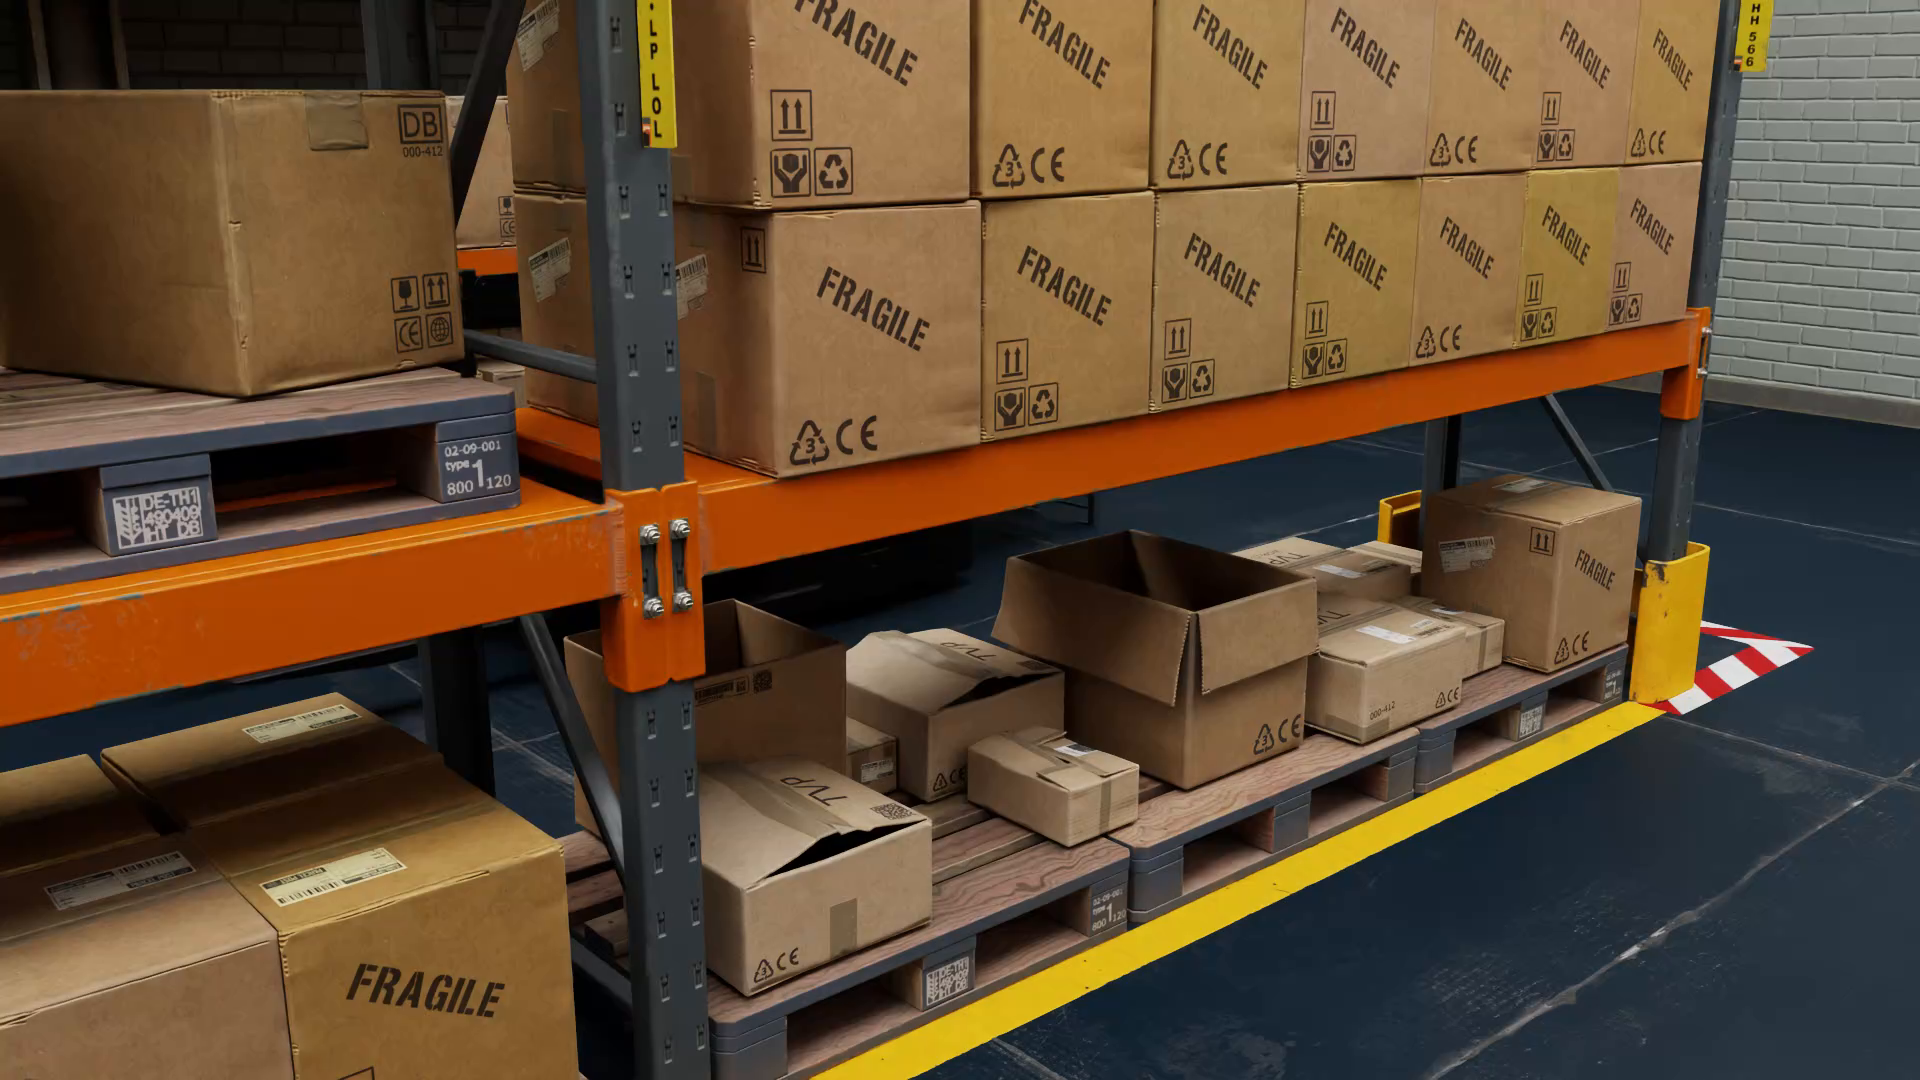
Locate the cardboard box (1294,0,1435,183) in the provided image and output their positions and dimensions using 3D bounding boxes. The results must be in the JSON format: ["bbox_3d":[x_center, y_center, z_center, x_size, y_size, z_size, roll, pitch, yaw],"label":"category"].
[{"bbox_3d":[0.837,-1.180,4.225,0.500,0.500,0.500,-12,19,-38],"label":"cardboard box"}]

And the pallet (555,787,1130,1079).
[{"bbox_3d":[-0.350,0.869,4.087,1.213,0.211,1.003,-13,19,-39],"label":"pallet"}]

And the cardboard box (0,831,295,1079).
[{"bbox_3d":[-1.431,0.855,2.729,0.500,0.500,0.500,-13,19,-39],"label":"cardboard box"}]

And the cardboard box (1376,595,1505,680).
[{"bbox_3d":[1.536,0.308,5.422,0.250,0.166,0.380,-13,19,-39],"label":"cardboard box"}]

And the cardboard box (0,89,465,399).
[{"bbox_3d":[-1.373,-0.576,3.087,0.700,0.500,0.500,8,17,28],"label":"cardboard box"}]

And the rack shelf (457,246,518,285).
[{"bbox_3d":[-2.615,-1.317,8.261,4.000,0.370,1.077,-13,19,-39],"label":"rack shelf"}]

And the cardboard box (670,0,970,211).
[{"bbox_3d":[-0.329,-0.918,3.244,0.500,0.500,0.500,-12,19,-38],"label":"cardboard box"}]

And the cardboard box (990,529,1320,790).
[{"bbox_3d":[0.545,0.312,4.753,0.637,0.503,0.797,-13,19,-39],"label":"cardboard box"}]

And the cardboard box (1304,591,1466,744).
[{"bbox_3d":[1.164,0.372,5.022,0.500,0.250,0.500,-13,19,-39],"label":"cardboard box"}]

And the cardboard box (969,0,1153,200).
[{"bbox_3d":[0.060,-1.006,3.571,0.500,0.500,0.500,-13,20,-41],"label":"cardboard box"}]

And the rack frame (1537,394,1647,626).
[{"bbox_3d":[2.147,-1.040,5.831,0.053,2.616,0.949,-13,19,-39],"label":"rack frame"}]

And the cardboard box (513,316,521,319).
[{"bbox_3d":[-2.176,-1.106,8.849,0.250,0.149,0.380,-12,19,-39],"label":"cardboard box"}]

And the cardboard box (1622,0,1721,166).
[{"bbox_3d":[1.994,-1.442,5.204,0.500,0.500,0.500,-13,20,-40],"label":"cardboard box"}]

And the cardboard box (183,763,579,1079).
[{"bbox_3d":[-1.053,0.773,3.036,0.500,0.500,0.500,-13,20,-40],"label":"cardboard box"}]

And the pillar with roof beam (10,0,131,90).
[{"bbox_3d":[-1.337,-3.673,4.063,0.400,9.000,9.100,-13,19,-39],"label":"pillar with roof beam"}]

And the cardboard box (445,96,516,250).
[{"bbox_3d":[-2.607,-1.807,8.121,0.700,0.700,0.980,-14,20,-42],"label":"cardboard box"}]

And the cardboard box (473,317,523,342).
[{"bbox_3d":[-2.367,-1.062,8.688,0.250,0.149,0.380,-12,19,-39],"label":"cardboard box"}]

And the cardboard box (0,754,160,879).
[{"bbox_3d":[-1.789,0.760,3.082,0.500,0.500,0.500,-12,19,-39],"label":"cardboard box"}]

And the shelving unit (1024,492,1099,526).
[{"bbox_3d":[0.112,-0.571,7.709,1.048,1.125,0.538,-13,20,-40],"label":"shelving unit"}]

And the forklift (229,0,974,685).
[{"bbox_3d":[-1.371,-1.077,6.103,3.031,2.935,1.130,-13,20,-40],"label":"forklift"}]

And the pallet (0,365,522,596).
[{"bbox_3d":[-1.543,-0.155,2.890,1.213,0.211,1.003,-13,19,-39],"label":"pallet"}]

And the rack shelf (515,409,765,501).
[{"bbox_3d":[0.640,-0.447,4.628,3.809,0.124,0.919,-13,19,-39],"label":"rack shelf"}]

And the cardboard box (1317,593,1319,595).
[{"bbox_3d":[0.798,0.283,5.355,0.500,0.250,0.500,-13,19,-39],"label":"cardboard box"}]

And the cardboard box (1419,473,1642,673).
[{"bbox_3d":[1.900,0.096,5.570,0.500,0.500,0.500,-13,19,-39],"label":"cardboard box"}]

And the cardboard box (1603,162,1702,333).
[{"bbox_3d":[1.990,-0.959,5.333,0.500,0.500,0.500,-12,19,-38],"label":"cardboard box"}]

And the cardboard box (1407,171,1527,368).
[{"bbox_3d":[1.221,-0.787,4.689,0.500,0.500,0.500,-12,19,-39],"label":"cardboard box"}]

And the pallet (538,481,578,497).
[{"bbox_3d":[-2.578,-0.300,8.463,1.213,0.211,1.003,-13,19,-39],"label":"pallet"}]

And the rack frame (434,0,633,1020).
[{"bbox_3d":[-0.871,-0.362,3.294,0.053,2.616,0.949,-13,19,-39],"label":"rack frame"}]

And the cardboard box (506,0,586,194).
[{"bbox_3d":[-0.657,-1.029,3.659,0.500,0.500,0.500,-13,19,-39],"label":"cardboard box"}]

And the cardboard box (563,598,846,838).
[{"bbox_3d":[-0.625,0.482,4.126,0.500,0.500,0.500,-13,19,-39],"label":"cardboard box"}]

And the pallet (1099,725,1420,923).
[{"bbox_3d":[0.571,0.662,4.864,1.213,0.211,1.003,-13,19,-39],"label":"pallet"}]

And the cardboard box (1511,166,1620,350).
[{"bbox_3d":[1.601,-0.870,5.002,0.500,0.500,0.500,-12,19,-39],"label":"cardboard box"}]

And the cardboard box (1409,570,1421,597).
[{"bbox_3d":[1.419,0.163,5.964,0.250,0.166,0.380,-13,19,-39],"label":"cardboard box"}]

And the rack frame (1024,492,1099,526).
[{"bbox_3d":[0.489,-0.659,8.039,0.032,1.125,0.500,-13,20,-40],"label":"rack frame"}]

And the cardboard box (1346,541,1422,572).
[{"bbox_3d":[1.607,0.129,6.125,0.250,0.149,0.380,-13,19,-39],"label":"cardboard box"}]

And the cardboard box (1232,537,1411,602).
[{"bbox_3d":[1.175,0.198,5.672,0.500,0.250,0.500,-13,19,-39],"label":"cardboard box"}]

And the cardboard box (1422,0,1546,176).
[{"bbox_3d":[1.225,-1.267,4.551,0.500,0.500,0.500,-12,19,-38],"label":"cardboard box"}]

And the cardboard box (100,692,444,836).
[{"bbox_3d":[-1.394,0.668,3.429,0.500,0.500,0.500,-14,20,-42],"label":"cardboard box"}]

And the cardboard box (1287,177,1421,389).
[{"bbox_3d":[0.840,-0.702,4.370,0.500,0.500,0.500,-13,20,-40],"label":"cardboard box"}]

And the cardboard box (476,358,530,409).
[{"bbox_3d":[-2.325,-0.690,8.551,0.500,0.500,0.700,-13,20,-41],"label":"cardboard box"}]

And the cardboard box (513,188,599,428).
[{"bbox_3d":[-0.660,-0.545,3.783,0.500,0.500,0.500,-12,19,-38],"label":"cardboard box"}]

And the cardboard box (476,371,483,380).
[{"bbox_3d":[-2.722,-0.598,8.208,0.500,0.500,0.700,-12,19,-38],"label":"cardboard box"}]

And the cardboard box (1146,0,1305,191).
[{"bbox_3d":[0.448,-1.093,3.897,0.500,0.500,0.500,-13,20,-41],"label":"cardboard box"}]

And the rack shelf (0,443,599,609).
[{"bbox_3d":[-2.377,0.196,2.082,3.809,0.052,0.919,-13,19,-39],"label":"rack shelf"}]
